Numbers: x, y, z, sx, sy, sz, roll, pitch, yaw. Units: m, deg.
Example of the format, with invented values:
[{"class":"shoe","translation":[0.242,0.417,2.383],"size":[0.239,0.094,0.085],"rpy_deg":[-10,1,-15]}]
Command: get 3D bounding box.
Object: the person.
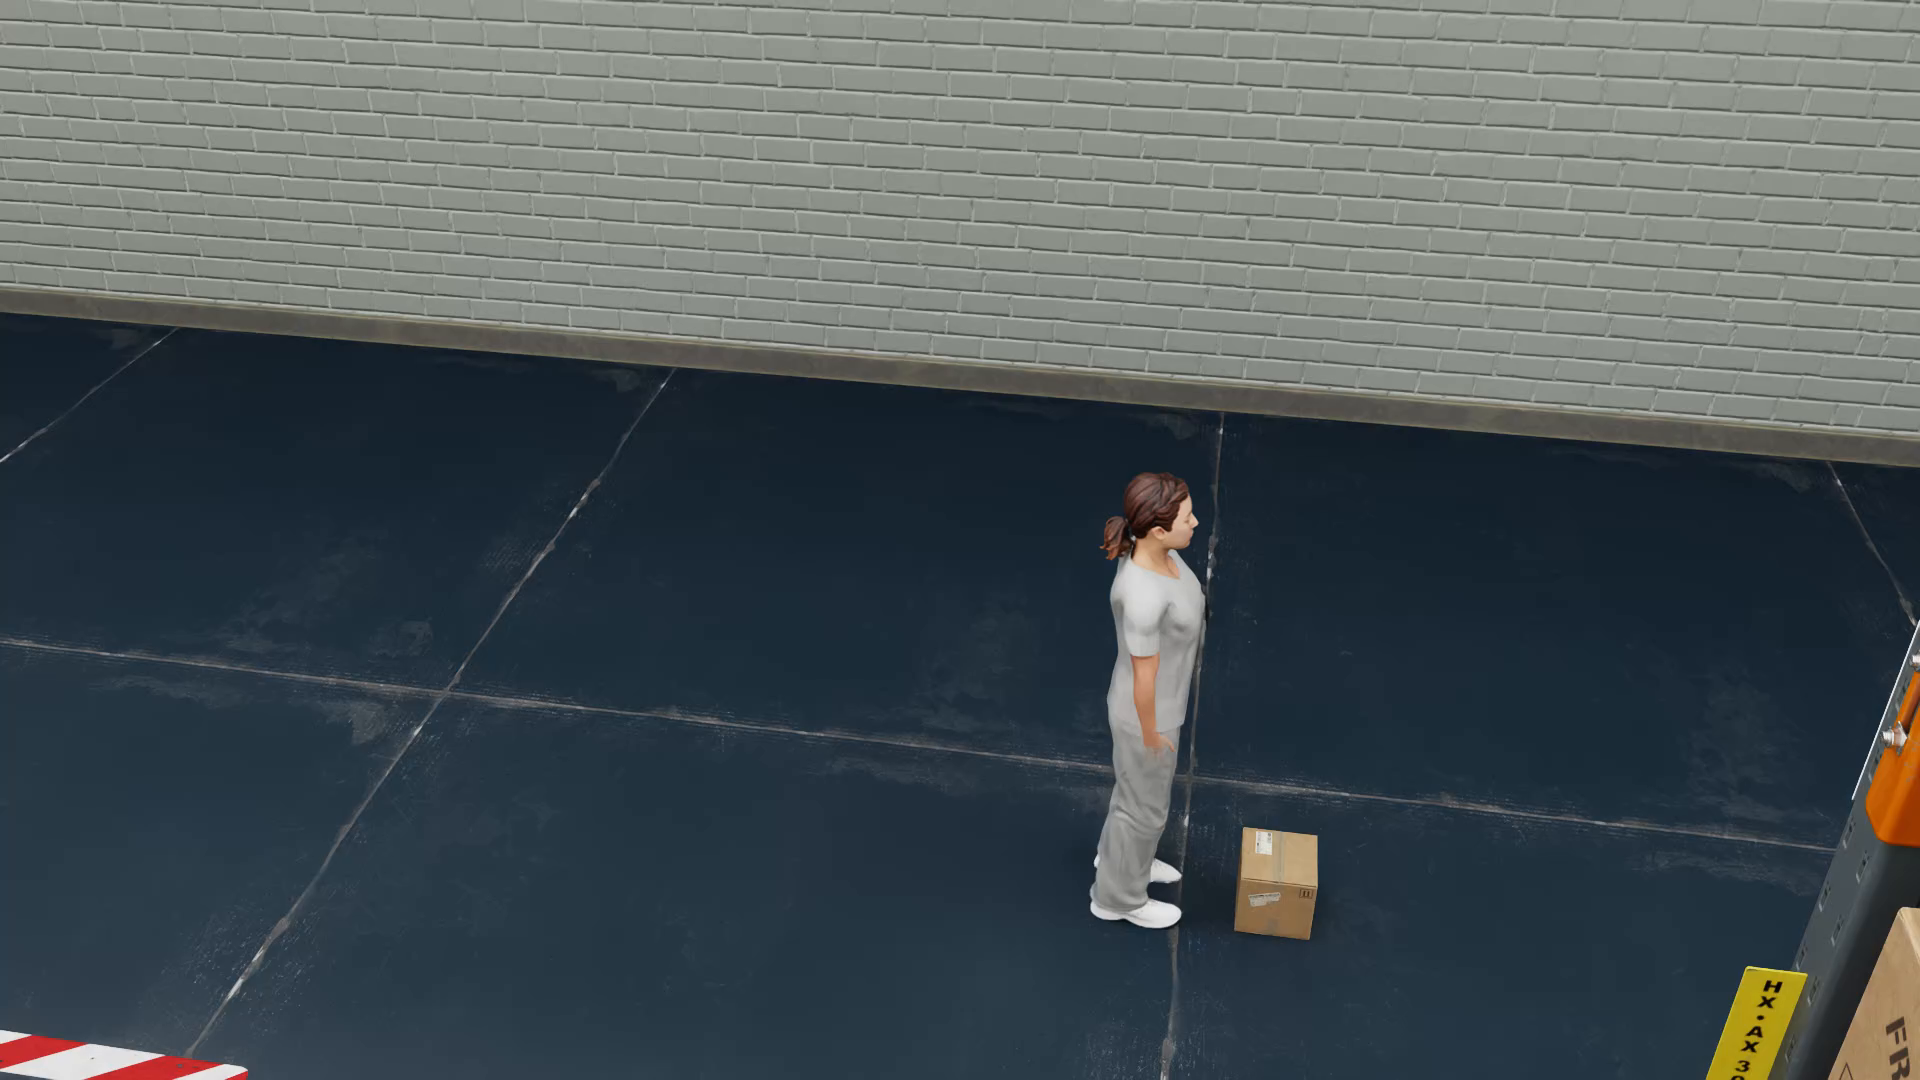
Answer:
[{"class":"person","translation":[0.626,0.540,5.356],"size":[0.406,1.616,0.464],"rpy_deg":[6,33,9]}]
